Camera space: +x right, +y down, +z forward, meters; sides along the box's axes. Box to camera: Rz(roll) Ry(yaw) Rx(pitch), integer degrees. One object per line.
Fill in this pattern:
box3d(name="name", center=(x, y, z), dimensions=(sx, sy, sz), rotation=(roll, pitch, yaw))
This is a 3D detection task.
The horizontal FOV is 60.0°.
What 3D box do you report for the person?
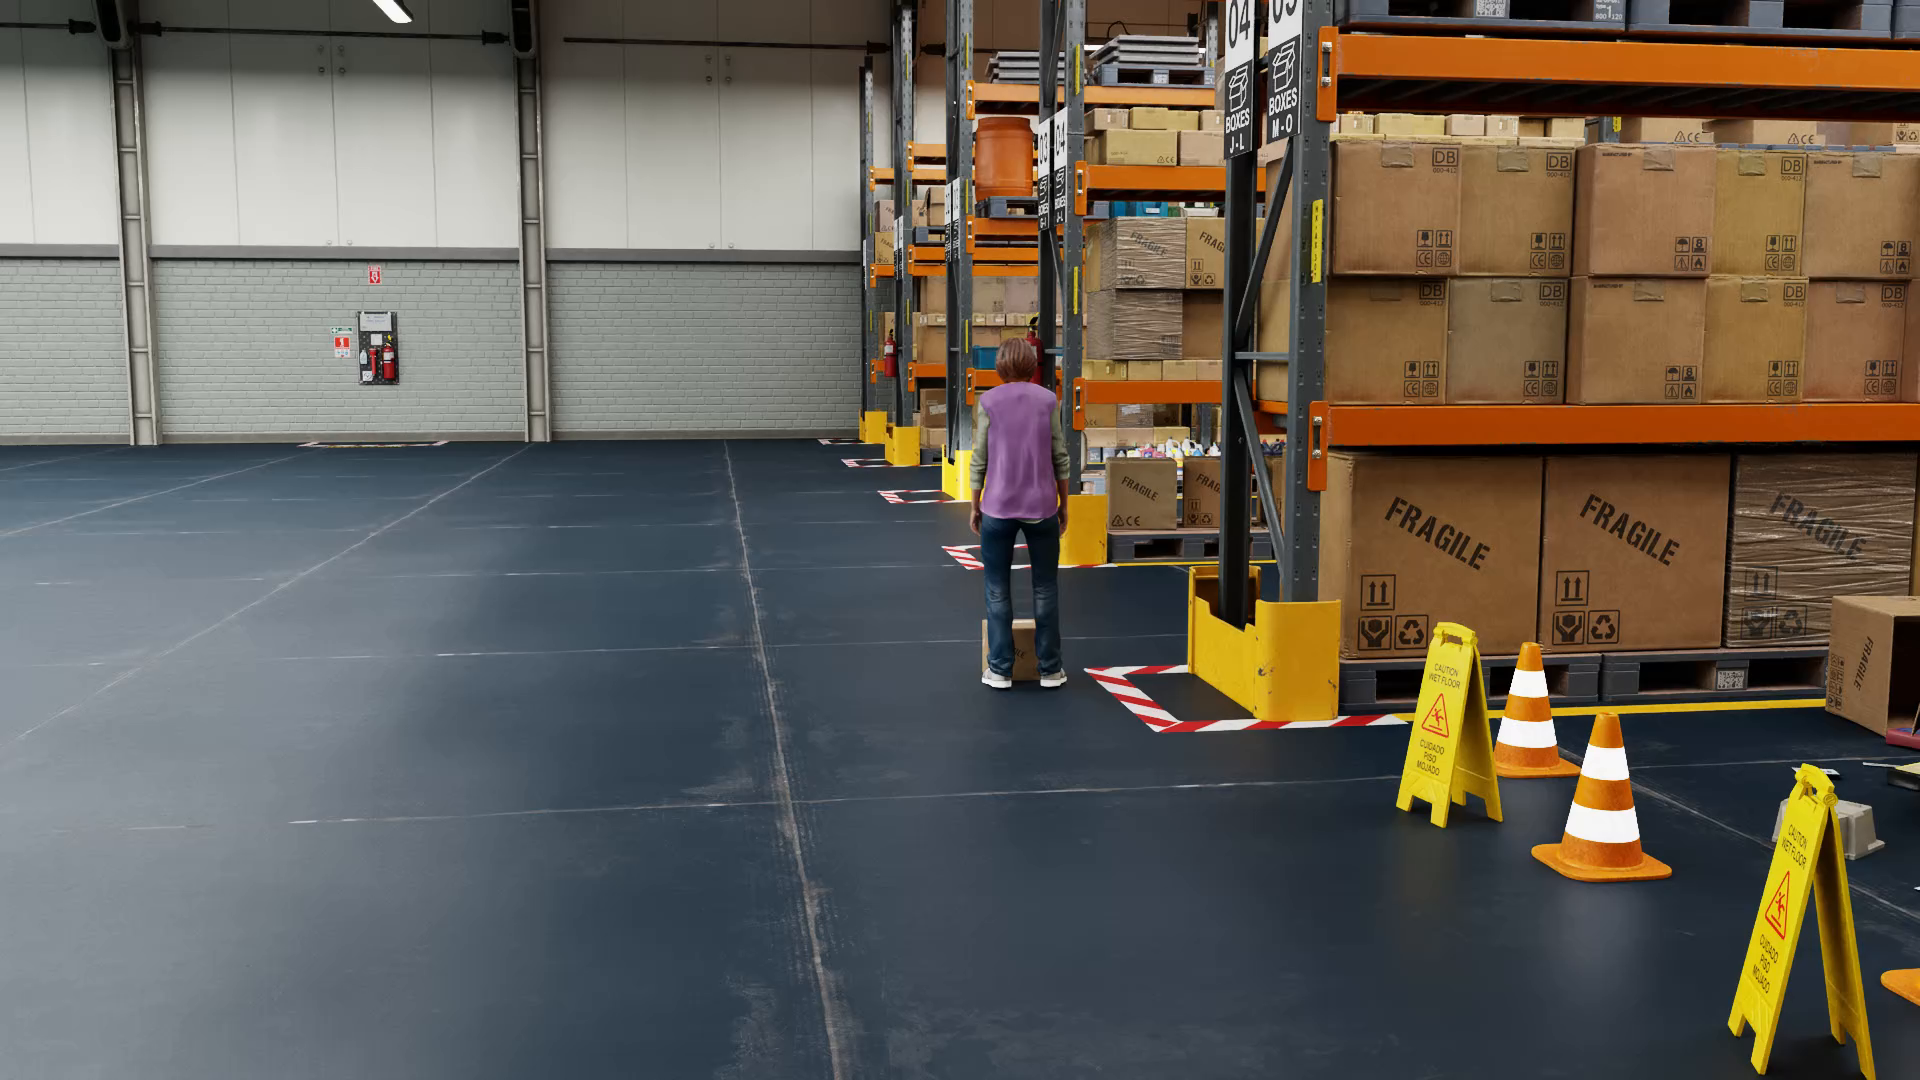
box3d(name="person", center=(0.269, -0.119, 7.539), dimensions=(0.459, 1.593, 0.346), rotation=(0, 7, -3))
